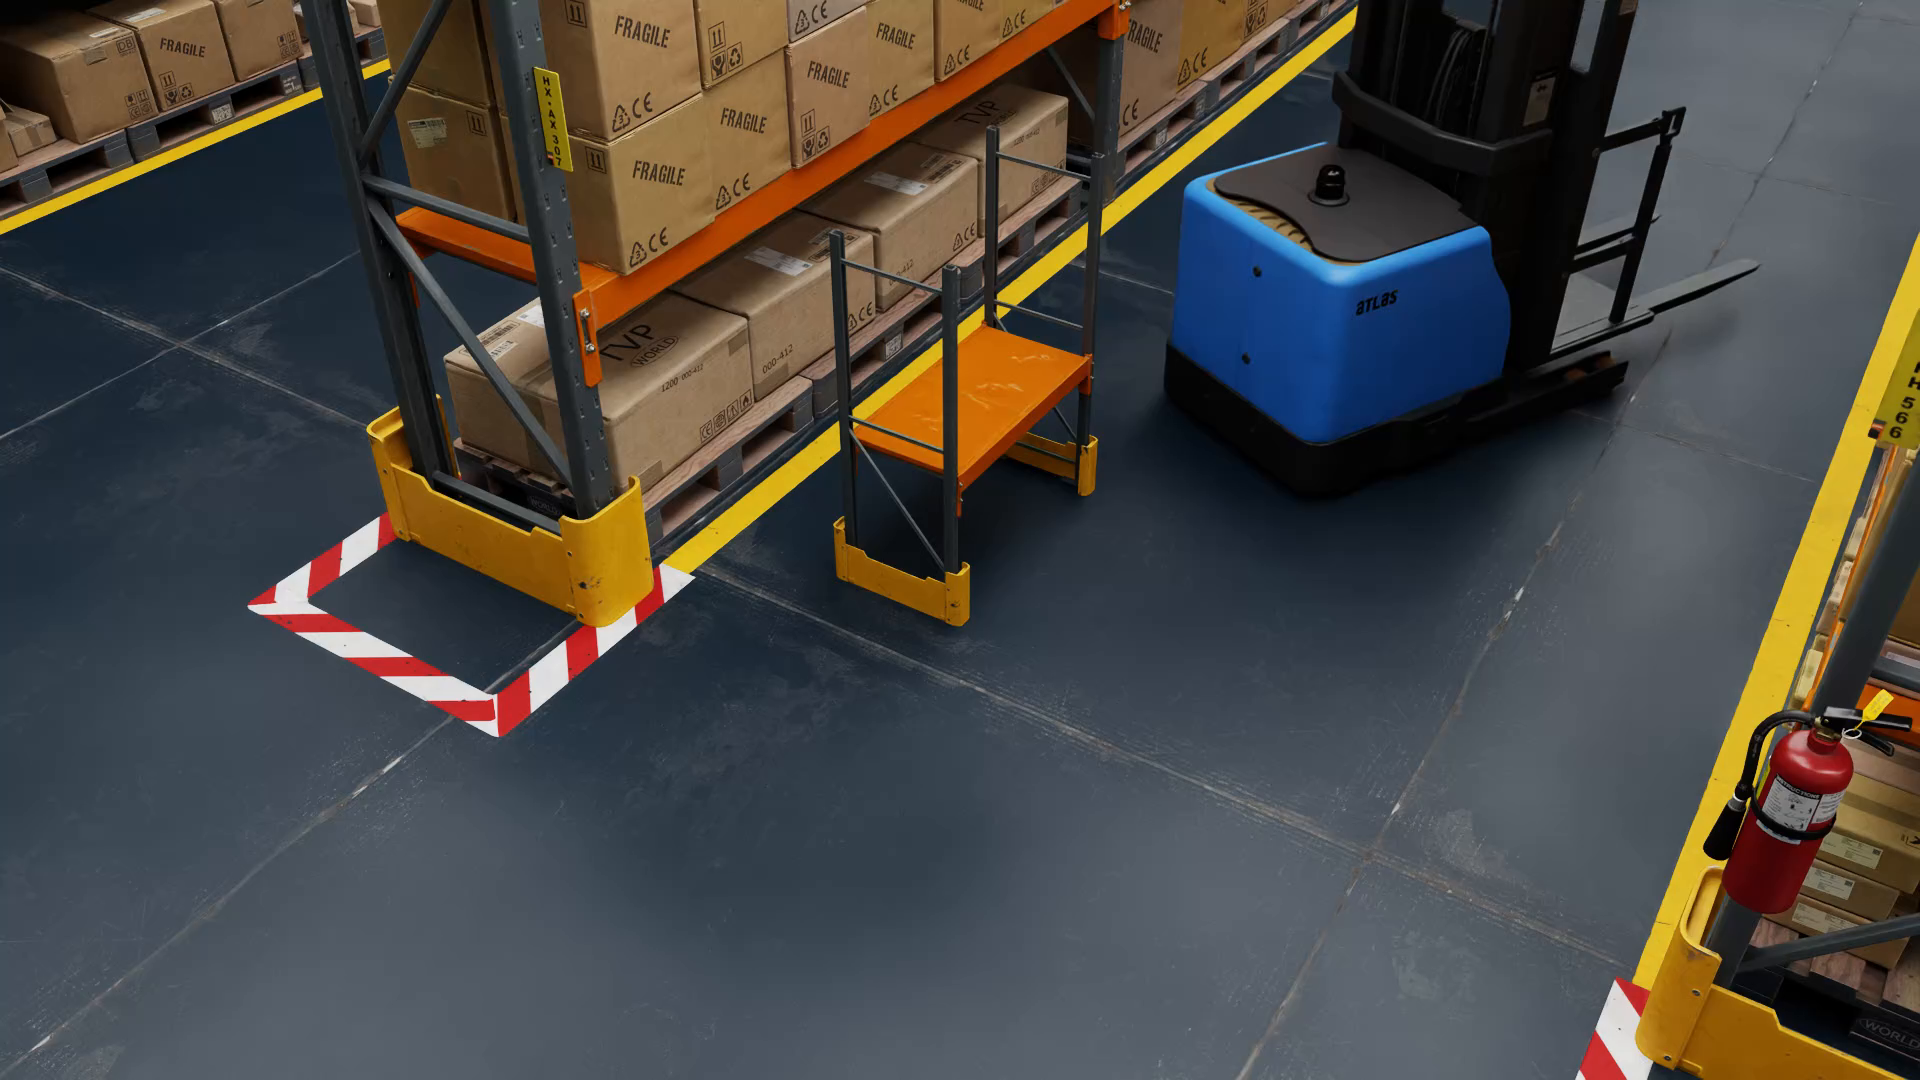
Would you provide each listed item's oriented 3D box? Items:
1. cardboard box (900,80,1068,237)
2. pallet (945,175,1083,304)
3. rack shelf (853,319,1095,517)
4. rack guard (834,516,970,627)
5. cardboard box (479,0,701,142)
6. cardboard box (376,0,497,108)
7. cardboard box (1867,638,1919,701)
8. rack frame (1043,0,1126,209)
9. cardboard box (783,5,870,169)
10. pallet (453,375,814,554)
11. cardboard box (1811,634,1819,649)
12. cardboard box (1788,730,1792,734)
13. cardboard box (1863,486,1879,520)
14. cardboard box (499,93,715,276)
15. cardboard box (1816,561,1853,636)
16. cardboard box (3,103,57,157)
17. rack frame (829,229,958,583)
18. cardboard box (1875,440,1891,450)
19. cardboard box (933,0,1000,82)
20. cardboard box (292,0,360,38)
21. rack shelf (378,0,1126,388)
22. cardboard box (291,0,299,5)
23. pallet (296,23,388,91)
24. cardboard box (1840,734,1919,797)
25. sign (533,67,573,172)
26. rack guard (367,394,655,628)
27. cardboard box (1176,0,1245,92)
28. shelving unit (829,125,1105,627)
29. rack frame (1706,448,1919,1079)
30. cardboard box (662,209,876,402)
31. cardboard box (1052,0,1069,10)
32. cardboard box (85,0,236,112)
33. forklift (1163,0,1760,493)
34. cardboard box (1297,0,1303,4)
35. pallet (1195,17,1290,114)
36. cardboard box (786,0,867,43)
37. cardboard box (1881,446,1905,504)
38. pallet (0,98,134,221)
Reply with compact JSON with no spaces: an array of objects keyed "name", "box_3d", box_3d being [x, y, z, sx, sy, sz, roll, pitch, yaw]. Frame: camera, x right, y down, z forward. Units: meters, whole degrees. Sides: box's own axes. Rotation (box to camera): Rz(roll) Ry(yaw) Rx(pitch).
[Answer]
[{"name":"cardboard box","box_3d":[-0.028,-2.056,8.715,0.875,0.438,0.875,21,42,24]},{"name":"pallet","box_3d":[-0.075,-1.722,8.812,1.003,0.211,1.213,21,42,25]},{"name":"rack shelf","box_3d":[0.046,-0.496,6.459,0.538,0.185,1.000,21,42,25]},{"name":"rack guard","box_3d":[-0.226,0.118,6.392,0.587,0.250,0.087,21,42,25]},{"name":"cardboard box","box_3d":[-1.247,-1.721,5.625,0.500,0.500,0.500,20,42,24]},{"name":"cardboard box","box_3d":[-1.687,-1.893,5.848,0.500,0.500,0.500,23,43,27]},{"name":"cardboard box","box_3d":[2.425,0.275,4.142,0.380,0.149,0.250,21,42,25]},{"name":"rack frame","box_3d":[0.399,-3.193,8.435,1.000,3.000,0.127,21,42,25]},{"name":"cardboard box","box_3d":[-0.710,-1.851,6.612,0.500,0.500,0.500,21,42,25]},{"name":"pallet","box_3d":[-1.382,-0.465,7.180,1.003,0.211,1.213,21,42,25]},{"name":"cardboard box","box_3d":[3.067,0.502,5.633,0.380,0.149,0.250,19,42,23]},{"name":"cardboard box","box_3d":[2.808,0.647,5.201,0.380,0.149,0.250,19,42,23]},{"name":"cardboard box","box_3d":[3.505,-0.020,6.067,0.380,0.149,0.250,21,42,25]},{"name":"cardboard box","box_3d":[-1.245,-1.324,5.929,0.500,0.500,0.500,21,42,25]},{"name":"cardboard box","box_3d":[3.063,0.252,5.470,0.380,0.149,0.250,23,43,27]},{"name":"cardboard box","box_3d":[-5.270,-2.281,9.243,0.380,0.149,0.250,19,42,23]},{"name":"rack frame","box_3d":[-0.227,-0.376,6.009,0.500,1.500,0.032,21,42,25]},{"name":"cardboard box","box_3d":[4.023,-0.444,6.860,0.380,0.149,0.250,22,43,26]},{"name":"cardboard box","box_3d":[-0.162,-2.379,7.297,0.500,0.500,0.500,21,42,24]},{"name":"cardboard box","box_3d":[-4.036,-3.331,10.510,0.396,0.266,0.258,23,43,27]},{"name":"rack shelf","box_3d":[-0.673,-1.877,7.318,1.077,0.370,4.000,21,42,25]},{"name":"cardboard box","box_3d":[-4.348,-3.653,10.890,0.500,0.311,0.500,23,43,27]},{"name":"pallet","box_3d":[-4.163,-3.357,10.932,1.003,0.211,1.213,21,42,25]},{"name":"cardboard box","box_3d":[2.742,0.696,4.894,0.380,0.149,0.250,22,43,26]},{"name":"sign","box_3d":[-1.279,-1.321,5.233,0.100,0.325,0.005,21,42,25]},{"name":"rack guard","box_3d":[-1.757,-0.129,6.508,1.175,0.500,0.348,21,42,25]},{"name":"cardboard box","box_3d":[1.141,-3.332,10.012,0.875,0.875,0.875,22,43,26]},{"name":"shelving unit","box_3d":[0.041,-0.633,6.343,0.587,1.500,1.083,21,42,25]},{"name":"rack frame","box_3d":[2.489,0.436,3.728,1.000,3.000,0.127,21,42,25]},{"name":"cardboard box","box_3d":[-0.992,-1.130,7.514,0.875,0.438,0.875,22,43,26]},{"name":"cardboard box","box_3d":[0.366,-2.910,7.986,0.500,0.500,0.500,22,43,26]},{"name":"cardboard box","box_3d":[-4.671,-2.881,9.734,0.500,0.500,0.500,22,43,26]},{"name":"forklift","box_3d":[2.448,-2.027,6.979,3.031,2.935,1.130,-20,42,-24]},{"name":"cardboard box","box_3d":[2.101,-4.251,11.204,0.875,0.875,0.875,21,42,25]},{"name":"pallet","box_3d":[1.401,-3.143,10.654,1.003,0.211,1.213,21,42,25]},{"name":"cardboard box","box_3d":[-0.707,-2.258,6.321,0.500,0.500,0.500,21,42,25]},{"name":"cardboard box","box_3d":[2.793,-0.301,4.358,0.500,0.500,0.500,20,42,24]},{"name":"pallet","box_3d":[-5.471,-2.099,9.300,1.003,0.211,1.213,21,42,25]}]
